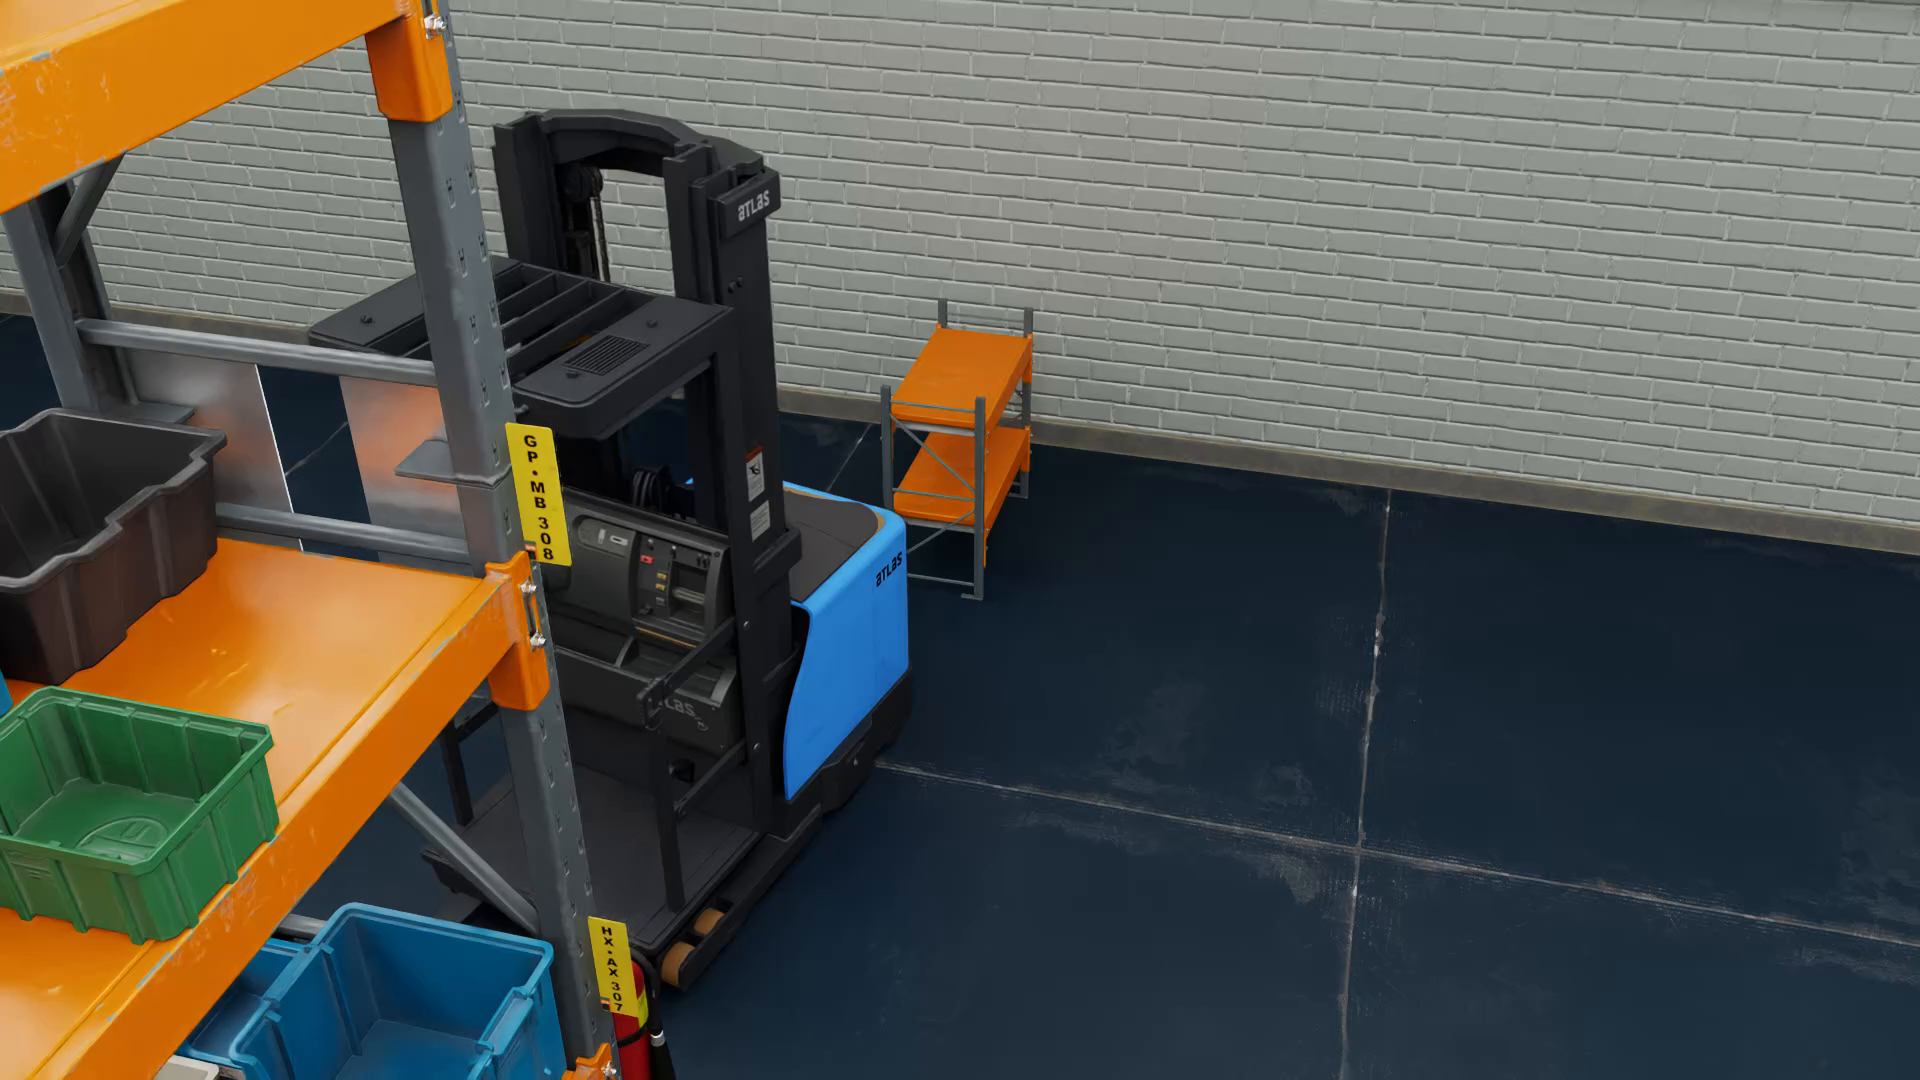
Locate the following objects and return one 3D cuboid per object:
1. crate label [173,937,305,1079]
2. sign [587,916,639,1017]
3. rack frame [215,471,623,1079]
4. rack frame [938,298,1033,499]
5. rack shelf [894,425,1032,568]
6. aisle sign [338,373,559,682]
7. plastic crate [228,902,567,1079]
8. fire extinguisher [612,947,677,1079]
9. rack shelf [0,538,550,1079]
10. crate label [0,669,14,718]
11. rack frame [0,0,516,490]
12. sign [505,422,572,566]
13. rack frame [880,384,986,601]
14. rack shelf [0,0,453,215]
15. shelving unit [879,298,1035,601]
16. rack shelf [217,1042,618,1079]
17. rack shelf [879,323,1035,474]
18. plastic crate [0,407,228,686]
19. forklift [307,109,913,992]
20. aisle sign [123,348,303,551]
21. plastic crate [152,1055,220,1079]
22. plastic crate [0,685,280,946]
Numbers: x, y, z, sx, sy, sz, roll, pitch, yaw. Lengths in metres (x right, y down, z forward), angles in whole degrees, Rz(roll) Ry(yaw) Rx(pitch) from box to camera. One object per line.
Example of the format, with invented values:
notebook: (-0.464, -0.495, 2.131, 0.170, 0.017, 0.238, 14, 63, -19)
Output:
crate label: (-1.777, 1.194, 4.177, 0.416, 0.233, 0.303, 8, 33, 12)
sign: (-0.860, 1.063, 4.131, 0.100, 0.325, 0.005, 8, 33, 12)
rack frame: (-1.396, 1.065, 4.279, 1.000, 3.000, 0.127, 8, 33, 12)
rack frame: (0.131, -0.742, 8.869, 0.500, 1.125, 0.032, 8, 33, 12)
rack shelf: (0.002, -0.272, 8.585, 0.538, 0.278, 1.000, 8, 33, 12)
aisle sign: (-1.094, -0.030, 3.578, 0.394, 0.787, 0.004, 8, 33, 12)
plastic crate: (-1.300, 1.224, 3.940, 0.616, 0.435, 0.499, 8, 33, 12)
fire extinguisher: (-0.918, 1.239, 4.426, 0.296, 0.674, 0.183, 8, 33, 12)
rack shelf: (-1.904, 1.140, 2.035, 1.077, 0.370, 4.000, 8, 33, 12)
crate label: (-1.943, 0.297, 2.830, 0.408, 0.251, 0.502, 8, 33, 12)
rack frame: (-1.396, -1.467, 2.669, 1.000, 3.000, 0.127, 8, 33, 12)
sign: (-0.860, -0.090, 3.398, 0.100, 0.325, 0.005, 8, 33, 12)
rack frame: (-0.127, -0.214, 8.039, 0.500, 1.125, 0.032, 8, 33, 12)
rack shelf: (-1.904, 0.043, 1.337, 1.077, 0.370, 4.000, 8, 33, 12)
shelving unit: (0.002, -0.478, 8.454, 0.538, 1.125, 1.048, 8, 33, 12)
rack shelf: (-1.904, 2.406, 2.839, 1.077, 0.370, 4.000, 8, 33, 12)
rack shelf: (0.002, -0.725, 8.297, 0.538, 0.278, 1.000, 8, 33, 12)
plastic crate: (-1.763, 0.016, 3.255, 0.497, 0.269, 0.590, 8, 33, 12)
forklift: (-1.338, 0.142, 5.795, 1.130, 2.935, 3.031, 16, 36, 23)
aisle sign: (-1.665, -0.110, 3.704, 0.394, 0.787, 0.004, 8, 33, 12)
plastic crate: (-1.939, 1.389, 3.958, 0.250, 0.136, 0.298, 8, 33, 12)
plastic crate: (-1.370, 0.439, 2.665, 0.450, 0.188, 0.336, 8, 33, 12)
